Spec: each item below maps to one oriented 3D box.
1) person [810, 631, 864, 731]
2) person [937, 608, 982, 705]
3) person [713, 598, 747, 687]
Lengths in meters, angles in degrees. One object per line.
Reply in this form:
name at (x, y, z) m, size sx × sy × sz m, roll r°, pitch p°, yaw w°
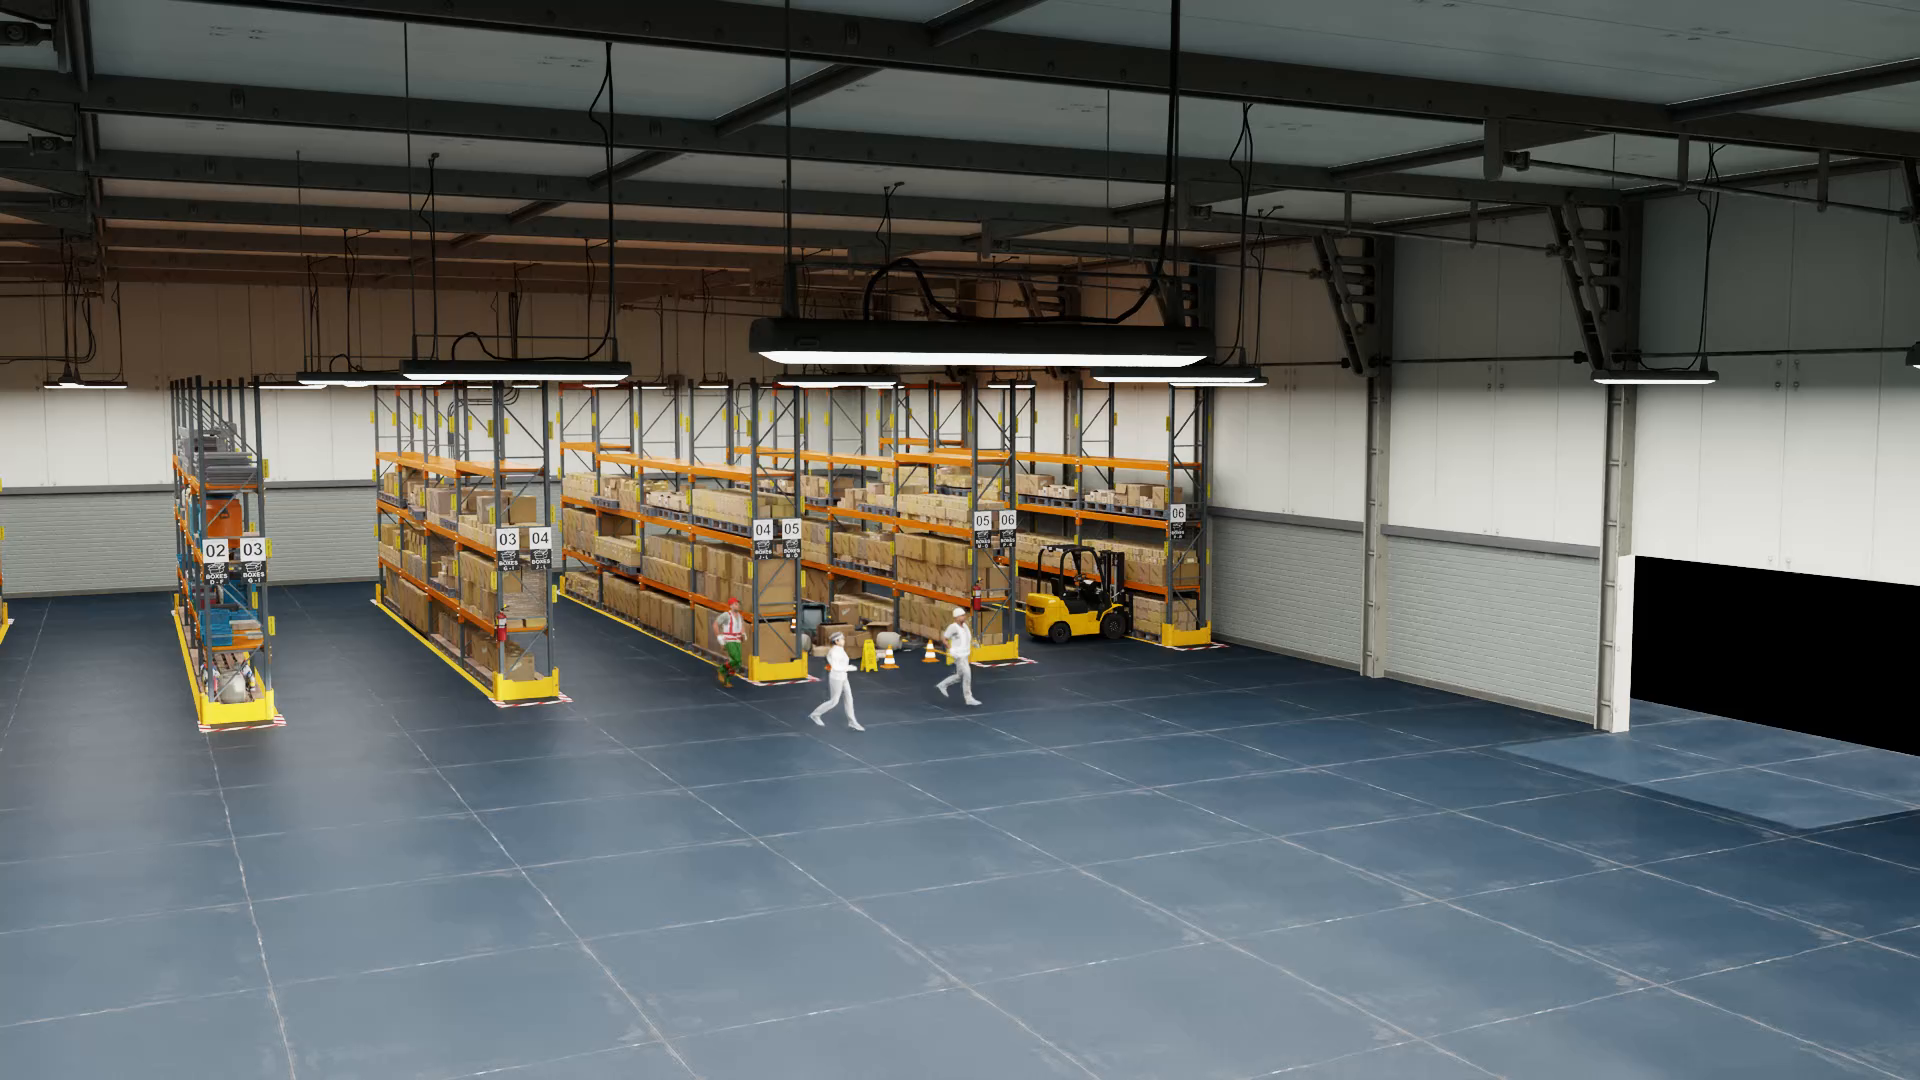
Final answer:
person at (-2.077, 2.376, 28.070) m, size 0.924 × 1.712 × 0.613 m, roll 1°, pitch 5°, yaw 8°
person at (-0.024, 2.122, 30.460) m, size 0.945 × 1.760 × 0.713 m, roll 2°, pitch 6°, yaw 24°
person at (-4.401, 1.992, 32.354) m, size 0.528 × 1.736 × 0.701 m, roll 3°, pitch 6°, yaw 31°
